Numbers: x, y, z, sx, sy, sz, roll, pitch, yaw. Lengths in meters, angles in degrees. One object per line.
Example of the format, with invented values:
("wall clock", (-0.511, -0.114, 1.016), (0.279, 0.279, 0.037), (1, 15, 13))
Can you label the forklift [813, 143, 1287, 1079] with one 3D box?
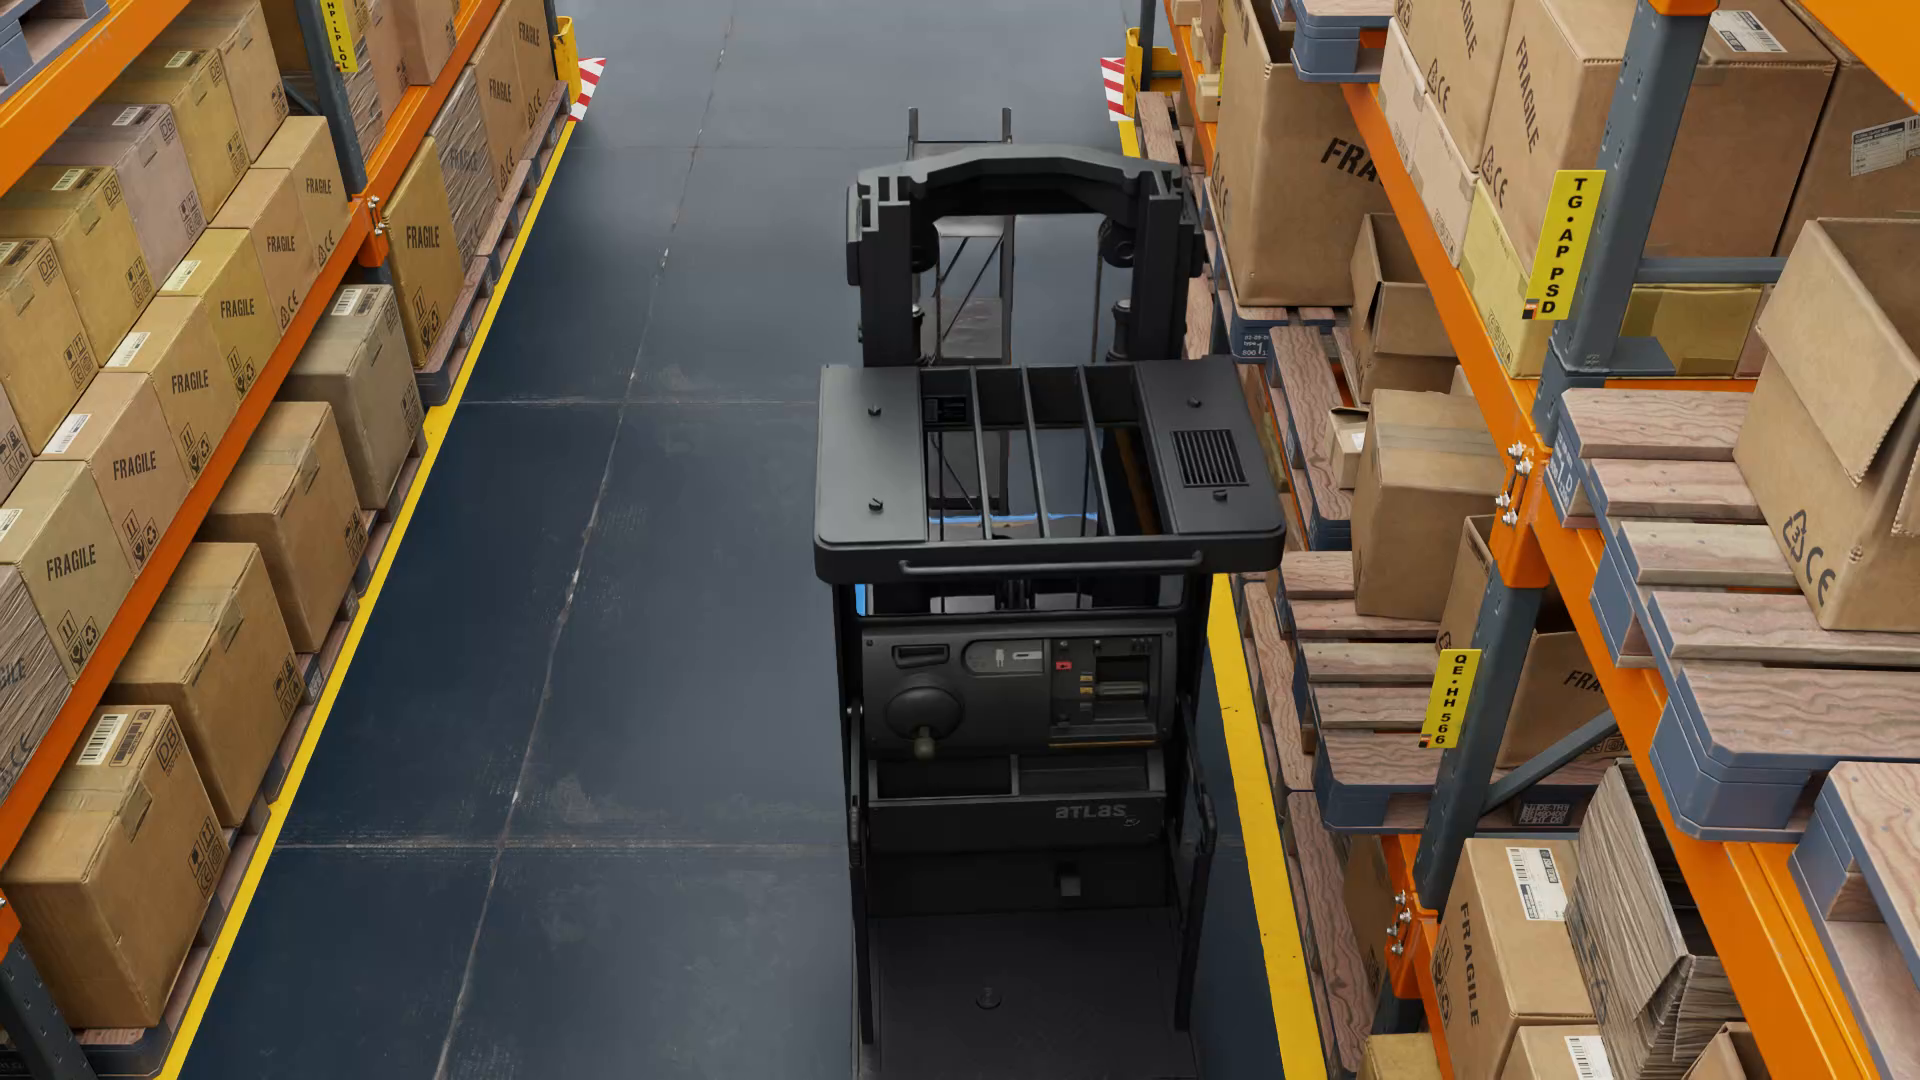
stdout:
("forklift", (0.190, 0.518, 4.760), (1.130, 2.935, 3.031), (-2, 39, -2))

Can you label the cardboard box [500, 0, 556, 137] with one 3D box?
("cardboard box", (-3.178, -3.173, 10.674), (0.875, 0.875, 0.875), (0, 39, 0))

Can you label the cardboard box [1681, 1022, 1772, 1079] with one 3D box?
("cardboard box", (1.707, 1.234, 2.929), (0.797, 0.503, 0.637), (1, 39, 1))

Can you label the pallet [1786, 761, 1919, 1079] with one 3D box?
("pallet", (1.782, 0.805, 2.099), (1.003, 0.211, 1.213), (2, 39, 2))

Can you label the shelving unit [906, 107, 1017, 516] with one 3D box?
("shelving unit", (0.000, -0.716, 6.964), (0.431, 2.100, 0.503), (0, 39, 0))

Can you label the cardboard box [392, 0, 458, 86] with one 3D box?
("cardboard box", (-3.159, -2.732, 8.640), (0.875, 0.550, 0.550), (0, 39, 0))

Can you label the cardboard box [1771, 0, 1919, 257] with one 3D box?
("cardboard box", (1.981, -0.899, 3.594), (0.500, 0.500, 0.500), (0, 39, 0))

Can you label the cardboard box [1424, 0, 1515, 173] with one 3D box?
("cardboard box", (1.462, -1.223, 4.000), (0.500, 0.500, 0.500), (0, 39, 0))

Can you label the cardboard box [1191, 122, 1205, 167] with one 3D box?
("cardboard box", (1.734, -2.627, 10.292), (0.500, 0.500, 0.500), (10, 40, 12))

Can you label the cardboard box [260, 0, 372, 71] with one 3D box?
("cardboard box", (-3.206, -2.472, 7.452), (0.875, 0.550, 0.550), (0, 39, 0))

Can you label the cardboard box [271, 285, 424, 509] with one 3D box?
("cardboard box", (-3.150, -0.659, 7.637), (1.050, 0.750, 0.750), (0, 39, 0))

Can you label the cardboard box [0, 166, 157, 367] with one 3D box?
("cardboard box", (-3.232, -0.926, 5.628), (0.700, 0.500, 0.500), (0, 39, 0))

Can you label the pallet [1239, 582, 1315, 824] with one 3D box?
("pallet", (1.726, 0.639, 6.784), (1.003, 0.211, 1.213), (0, 39, 0))

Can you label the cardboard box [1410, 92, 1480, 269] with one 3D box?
("cardboard box", (1.464, -0.919, 4.220), (0.500, 0.250, 0.500), (0, 39, 0))

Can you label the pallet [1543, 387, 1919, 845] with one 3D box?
("pallet", (1.778, 0.106, 2.972), (1.213, 0.211, 1.003), (2, 39, 2))

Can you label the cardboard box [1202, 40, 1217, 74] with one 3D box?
("cardboard box", (1.474, -2.519, 8.696), (0.380, 0.149, 0.250), (0, 39, 0))

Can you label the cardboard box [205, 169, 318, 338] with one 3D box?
("cardboard box", (-2.972, -1.158, 6.716), (0.500, 0.500, 0.500), (0, 39, -1))

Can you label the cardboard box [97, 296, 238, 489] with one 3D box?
("cardboard box", (-2.968, -0.524, 5.926), (0.500, 0.500, 0.500), (0, 39, -1))

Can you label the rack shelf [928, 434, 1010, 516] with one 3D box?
("rack shelf", (0.000, -0.159, 7.410), (0.431, 0.518, 0.480), (0, 39, 0))

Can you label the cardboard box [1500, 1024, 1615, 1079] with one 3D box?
("cardboard box", (1.456, 1.388, 3.540), (0.500, 0.500, 0.500), (-1, 39, -1))

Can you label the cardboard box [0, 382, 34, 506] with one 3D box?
("cardboard box", (-3.228, -0.286, 4.828), (0.700, 0.500, 0.500), (-1, 39, -1))

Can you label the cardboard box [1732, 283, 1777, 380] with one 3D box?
("cardboard box", (1.978, -0.606, 3.829), (0.500, 0.250, 0.500), (1, 39, 1))

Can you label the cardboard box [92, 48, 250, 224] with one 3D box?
("cardboard box", (-3.231, -1.558, 6.416), (0.700, 0.500, 0.500), (-1, 39, -1))

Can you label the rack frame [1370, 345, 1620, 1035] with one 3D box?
("rack frame", (1.724, 0.800, 4.353), (1.000, 3.000, 0.127), (0, 39, 0))

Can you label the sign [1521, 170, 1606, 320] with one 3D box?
("sign", (1.182, -0.573, 3.254), (0.100, 0.325, 0.005), (0, 39, 0))

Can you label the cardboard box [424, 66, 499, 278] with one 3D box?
("cardboard box", (-3.176, -2.053, 9.276), (0.875, 0.875, 0.875), (0, 39, 0))

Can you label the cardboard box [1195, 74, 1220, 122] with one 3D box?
("cardboard box", (1.383, -2.207, 8.306), (0.380, 0.149, 0.250), (0, 39, 0))

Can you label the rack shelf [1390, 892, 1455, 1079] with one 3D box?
("rack shelf", (1.727, 2.331, 3.017), (1.077, 0.370, 4.000), (0, 39, 0))

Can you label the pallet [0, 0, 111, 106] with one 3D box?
("pallet", (-3.294, -1.458, 4.923), (1.003, 0.211, 1.213), (2, 39, 2))

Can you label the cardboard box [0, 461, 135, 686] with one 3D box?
("cardboard box", (-2.970, 0.103, 5.143), (0.500, 0.500, 0.500), (0, 39, 0))

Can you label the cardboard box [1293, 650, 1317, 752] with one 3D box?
("cardboard box", (1.683, 0.483, 6.395), (0.700, 0.500, 0.500), (3, 39, 4))

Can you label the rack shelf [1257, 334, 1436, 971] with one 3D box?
("rack shelf", (1.722, -0.170, 6.139), (1.077, 0.370, 4.000), (0, 39, 0))

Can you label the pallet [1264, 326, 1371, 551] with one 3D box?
("pallet", (1.681, -0.363, 5.958), (1.003, 0.211, 1.213), (0, 39, 0))

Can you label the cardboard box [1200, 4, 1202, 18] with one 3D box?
("cardboard box", (1.515, -2.832, 9.086), (0.380, 0.149, 0.250), (0, 39, 0))

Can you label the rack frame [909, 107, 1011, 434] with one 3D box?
("rack frame", (0.000, -0.868, 7.155), (0.400, 2.100, 0.015), (0, 39, 0))

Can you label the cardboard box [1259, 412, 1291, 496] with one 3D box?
("cardboard box", (1.681, -0.215, 7.267), (0.700, 0.500, 0.500), (0, 39, 0))

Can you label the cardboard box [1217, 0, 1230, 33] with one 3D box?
("cardboard box", (1.444, -2.528, 7.388), (0.500, 0.500, 0.500), (0, 39, 0))

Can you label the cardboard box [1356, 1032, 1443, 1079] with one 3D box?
("cardboard box", (1.704, 1.897, 4.348), (1.225, 0.875, 0.875), (-2, 39, -2))

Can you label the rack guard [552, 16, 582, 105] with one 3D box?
("rack guard", (-3.245, -3.302, 11.471), (1.175, 0.500, 0.348), (0, 39, 0))

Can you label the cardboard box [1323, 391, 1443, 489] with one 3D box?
("cardboard box", (1.452, -0.354, 5.565), (0.396, 0.266, 0.258), (-1, 39, -1))

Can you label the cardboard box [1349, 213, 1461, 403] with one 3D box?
("cardboard box", (1.814, -0.822, 5.958), (0.797, 0.503, 0.637), (4, 39, 5))

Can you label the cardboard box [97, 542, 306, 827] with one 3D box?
("cardboard box", (-3.151, 0.527, 6.157), (1.050, 0.750, 0.750), (1, 39, 1))

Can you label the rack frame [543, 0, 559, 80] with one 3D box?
("rack frame", (-3.245, -4.262, 10.670), (1.000, 3.000, 0.127), (0, 39, 0))

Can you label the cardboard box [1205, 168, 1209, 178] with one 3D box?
("cardboard box", (1.672, -1.886, 9.368), (0.500, 0.500, 0.500), (-3, 39, -4))

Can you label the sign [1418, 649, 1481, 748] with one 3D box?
("sign", (1.182, 0.385, 4.008), (0.100, 0.325, 0.005), (0, 39, 0))

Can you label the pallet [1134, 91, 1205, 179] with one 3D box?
("pallet", (1.681, -2.559, 10.774), (1.003, 0.211, 1.213), (0, 39, 0))

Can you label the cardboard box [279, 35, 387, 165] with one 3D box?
("cardboard box", (-3.253, -2.050, 7.790), (0.875, 0.550, 0.550), (0, 39, 0))

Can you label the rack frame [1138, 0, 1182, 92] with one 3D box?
("rack frame", (1.715, -4.203, 10.596), (1.000, 3.000, 0.127), (0, 39, 0))

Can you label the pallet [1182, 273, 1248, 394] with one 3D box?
("pallet", (1.684, -1.033, 8.870), (1.003, 0.211, 1.213), (0, 39, 0))

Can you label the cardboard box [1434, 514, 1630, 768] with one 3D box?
("cardboard box", (1.684, 0.260, 4.612), (0.500, 0.500, 0.500), (-5, 39, -6))

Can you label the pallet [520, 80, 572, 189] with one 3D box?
("pallet", (-3.166, -2.674, 10.918), (1.003, 0.211, 1.213), (0, 39, 0))

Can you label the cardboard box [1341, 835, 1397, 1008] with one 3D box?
("cardboard box", (1.704, 1.185, 5.520), (0.700, 0.500, 0.500), (-2, 39, -2))

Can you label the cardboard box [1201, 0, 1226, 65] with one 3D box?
("cardboard box", (1.714, -2.763, 8.482), (0.875, 0.500, 0.500), (0, 39, 0))

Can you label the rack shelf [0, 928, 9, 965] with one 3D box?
("rack shelf", (-3.233, 2.272, 3.092), (1.077, 0.370, 4.000), (0, 39, 0))

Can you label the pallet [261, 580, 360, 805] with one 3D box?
("pallet", (-3.160, 0.574, 6.864), (1.003, 0.211, 1.213), (0, 39, 0))

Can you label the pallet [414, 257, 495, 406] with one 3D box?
("pallet", (-3.163, -1.148, 9.014), (1.003, 0.211, 1.213), (0, 39, 0))

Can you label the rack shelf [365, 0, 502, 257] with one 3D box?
("rack shelf", (-3.243, -2.731, 9.334), (1.077, 0.370, 4.000), (0, 39, 0))
